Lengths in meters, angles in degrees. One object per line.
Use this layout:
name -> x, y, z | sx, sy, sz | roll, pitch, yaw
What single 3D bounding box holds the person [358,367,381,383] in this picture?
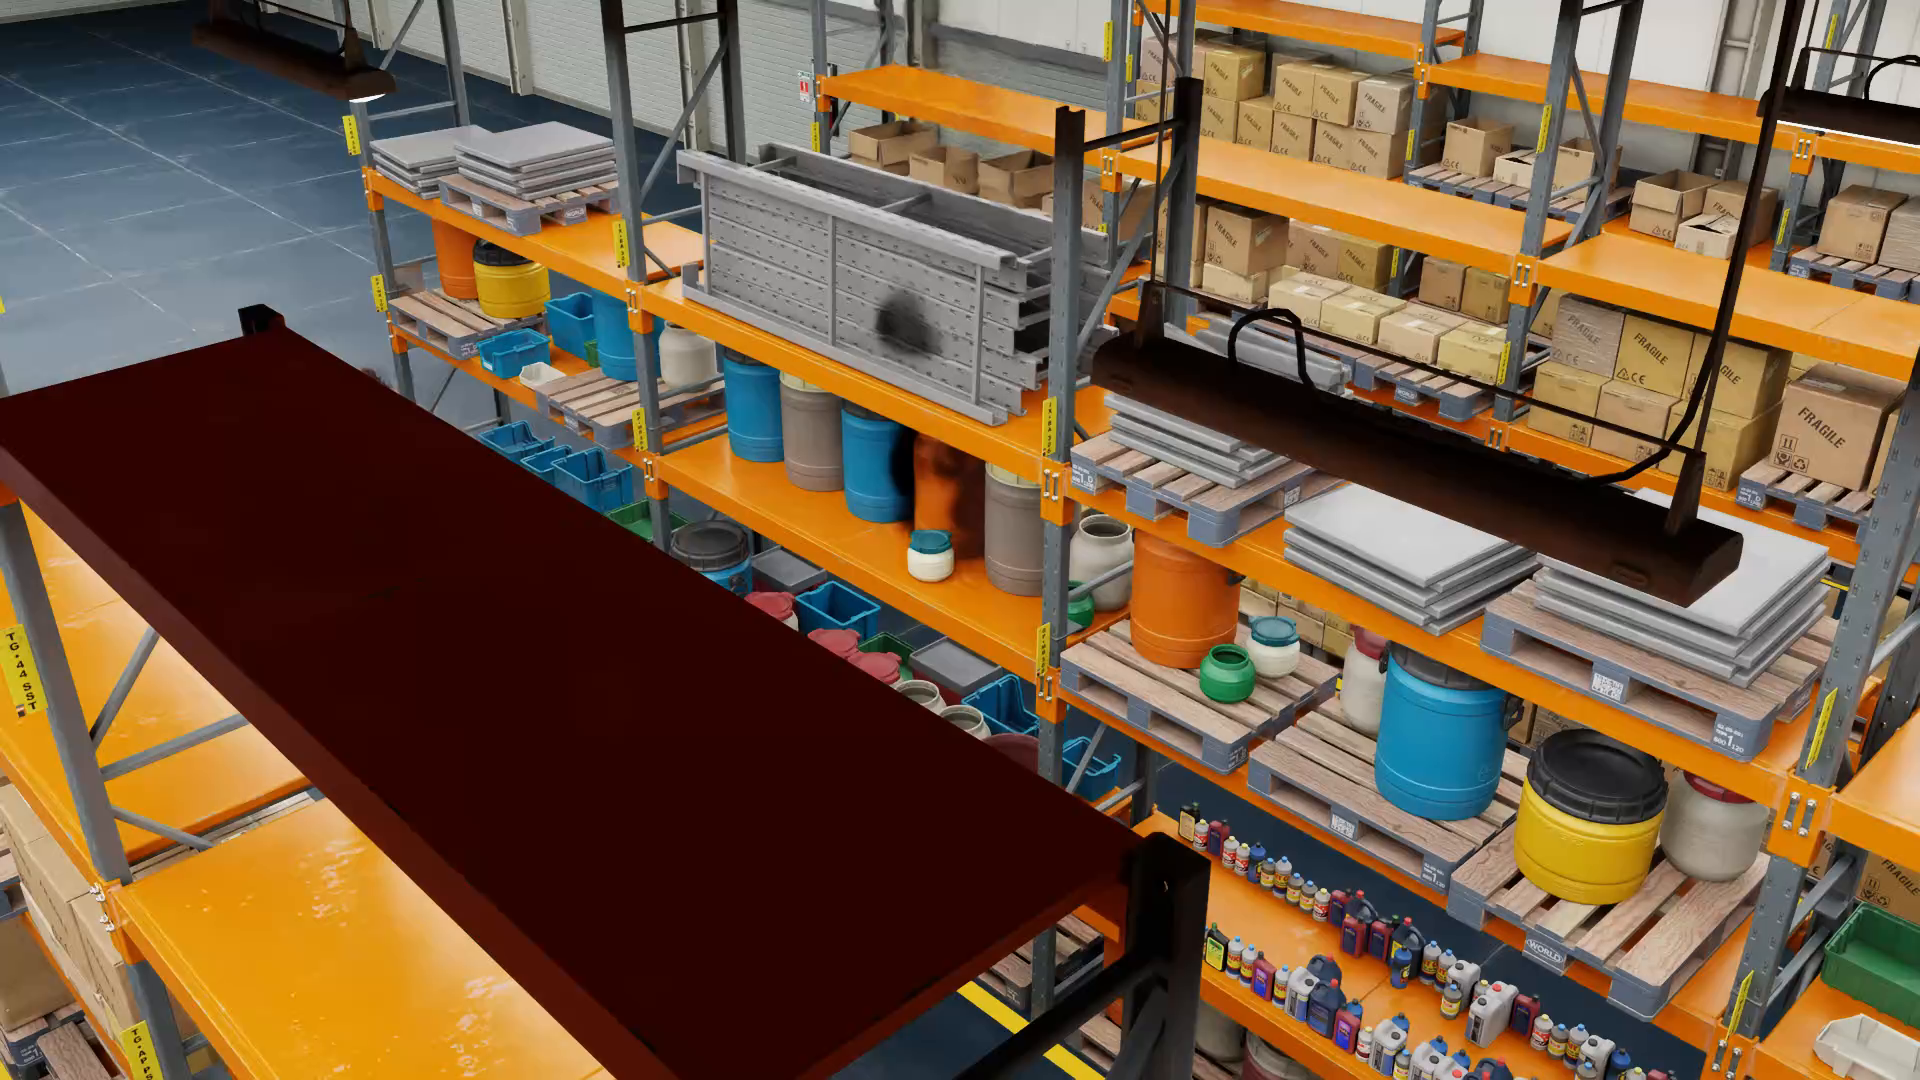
person -> -5.866, -0.964, 16.893 | 0.848, 1.687, 0.586 | -2, 28, -4
